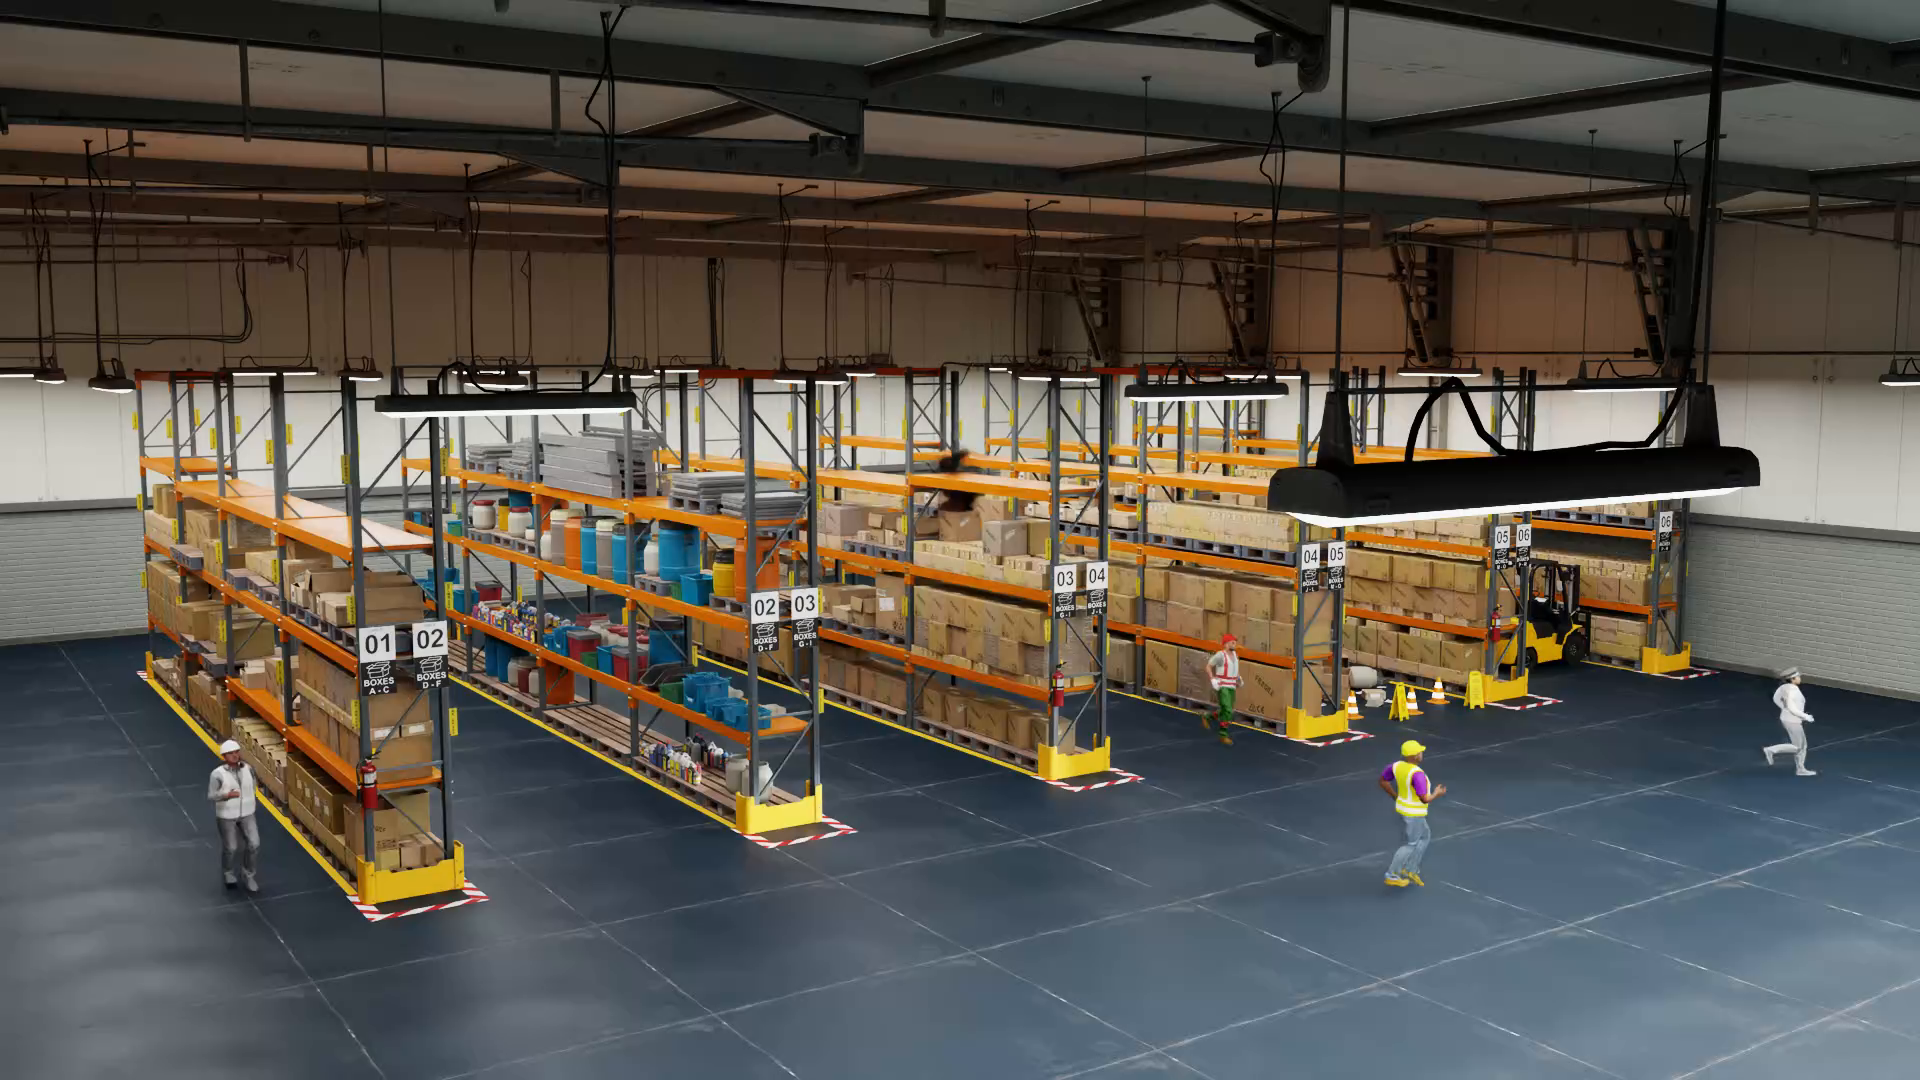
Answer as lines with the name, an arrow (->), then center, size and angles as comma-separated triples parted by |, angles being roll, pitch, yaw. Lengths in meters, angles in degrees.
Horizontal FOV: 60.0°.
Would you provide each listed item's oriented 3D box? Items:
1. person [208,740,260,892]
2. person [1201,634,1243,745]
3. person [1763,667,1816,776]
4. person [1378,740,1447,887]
person -> -8.506, 3.254, 19.560 | 0.637, 1.814, 0.711 | -6, 9, -42
person -> 4.309, 2.413, 27.235 | 0.706, 1.758, 0.788 | -5, 8, -40
person -> 12.437, 2.708, 24.901 | 0.778, 1.651, 0.632 | 1, 7, 10
person -> 5.346, 3.251, 19.611 | 0.706, 1.812, 0.673 | -1, 7, -9
